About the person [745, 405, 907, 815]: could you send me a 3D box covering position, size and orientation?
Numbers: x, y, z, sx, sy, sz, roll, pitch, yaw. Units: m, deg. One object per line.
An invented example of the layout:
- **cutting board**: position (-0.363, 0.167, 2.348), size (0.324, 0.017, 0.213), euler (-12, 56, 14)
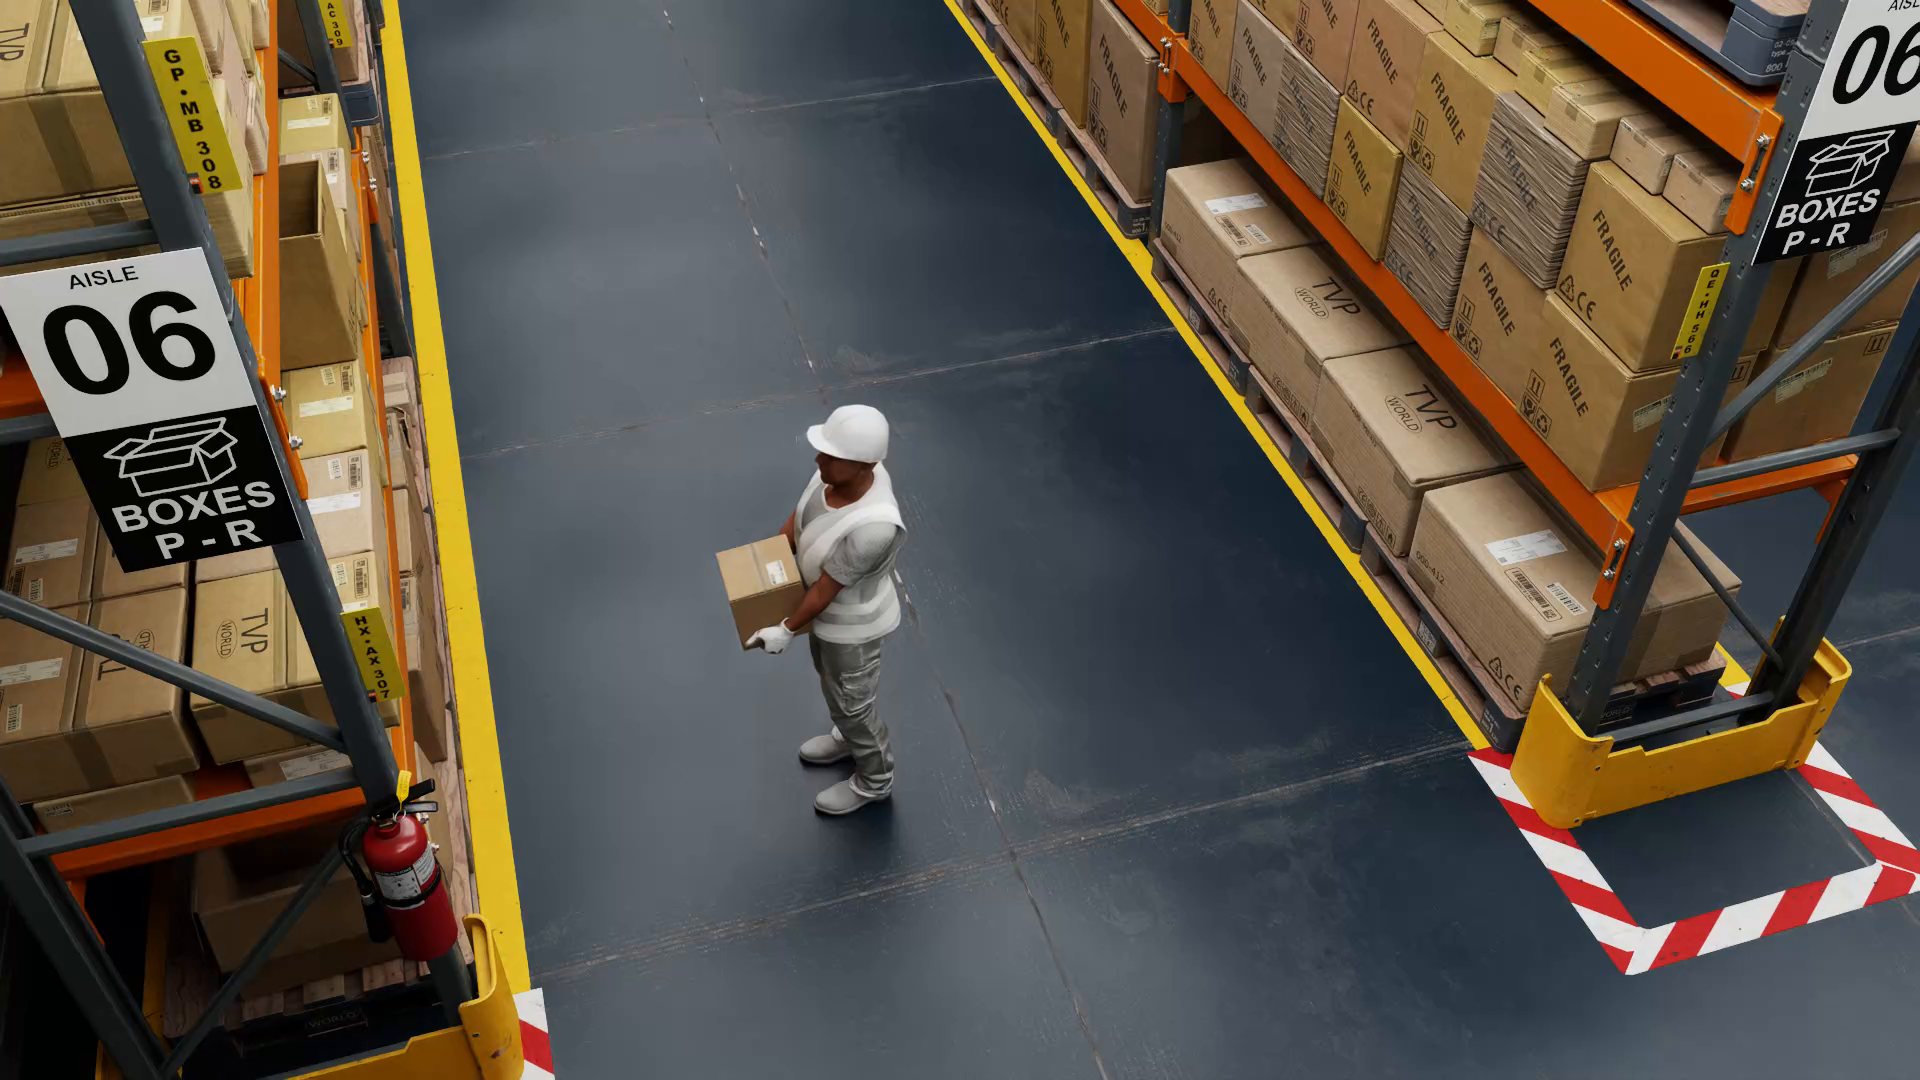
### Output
- **person**: position (-0.491, 0.272, 5.846), size (0.575, 1.778, 0.487), euler (-11, 43, -12)
